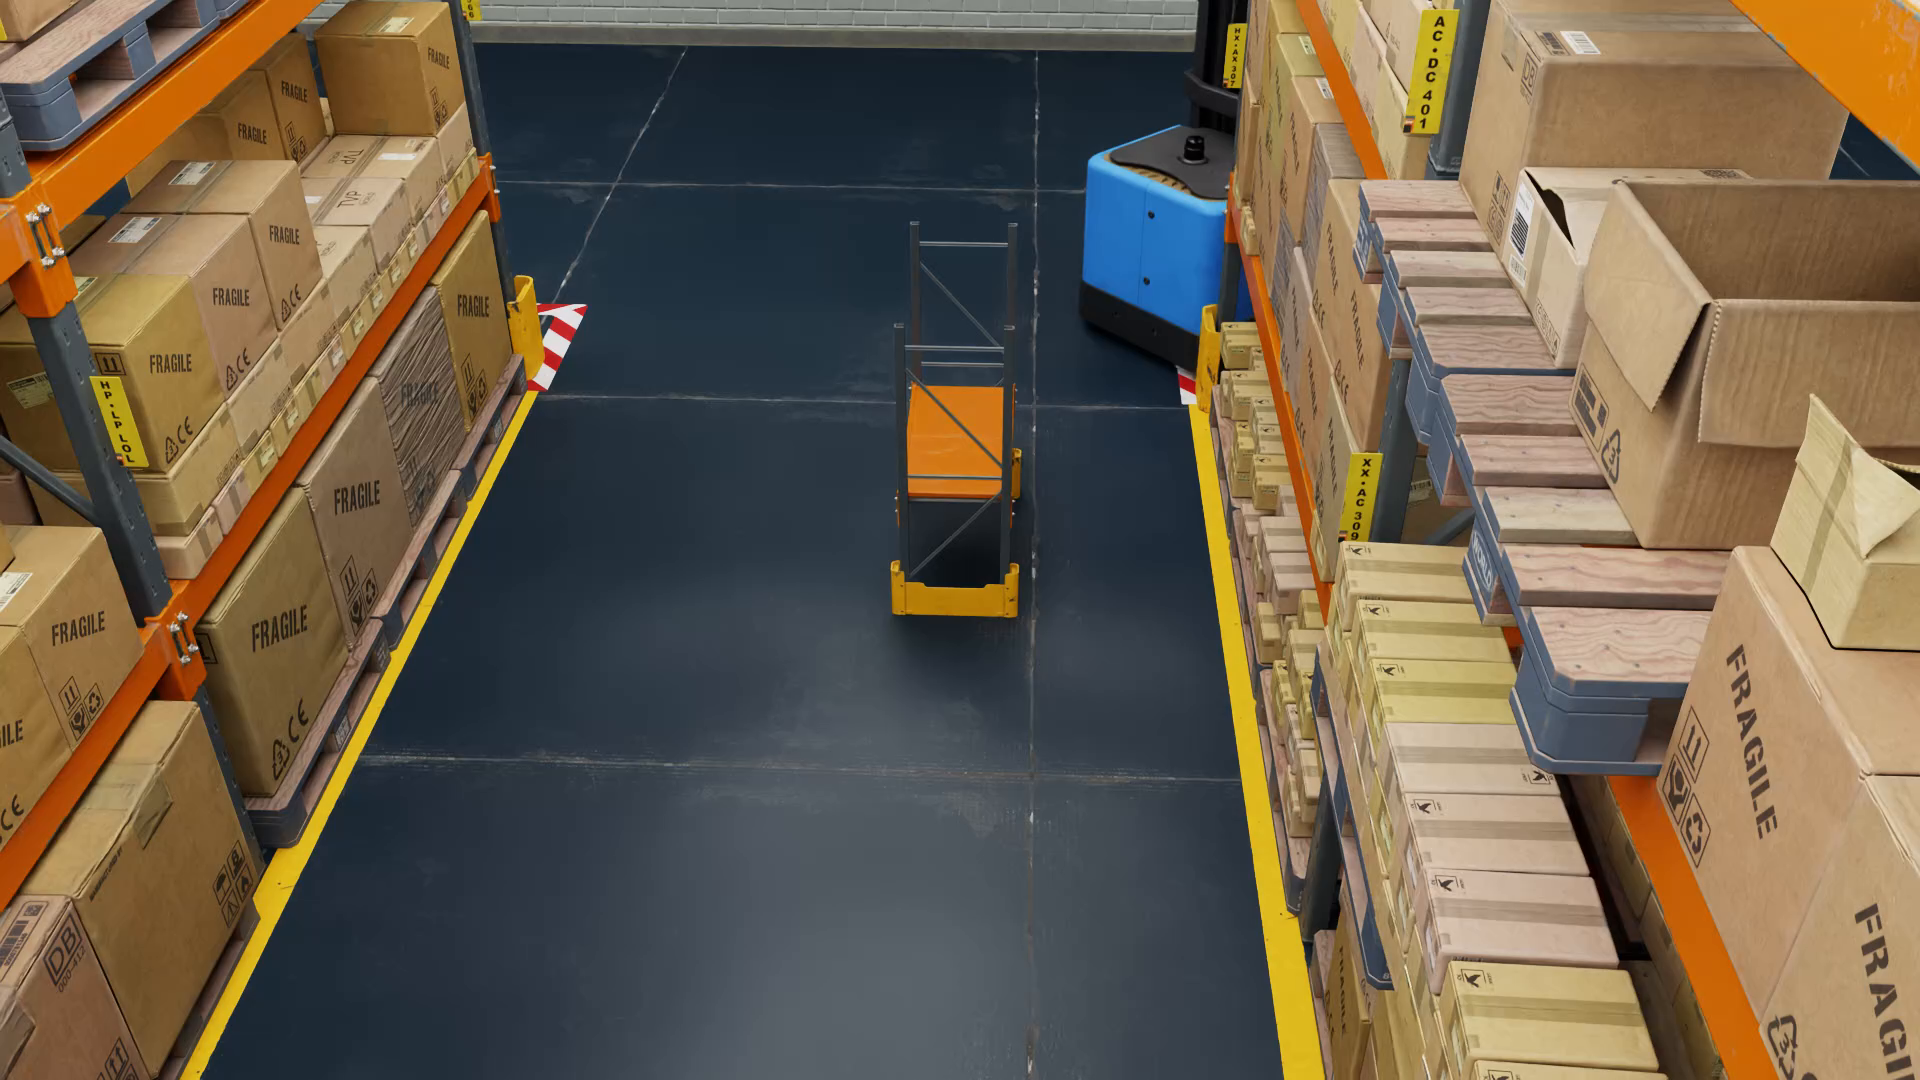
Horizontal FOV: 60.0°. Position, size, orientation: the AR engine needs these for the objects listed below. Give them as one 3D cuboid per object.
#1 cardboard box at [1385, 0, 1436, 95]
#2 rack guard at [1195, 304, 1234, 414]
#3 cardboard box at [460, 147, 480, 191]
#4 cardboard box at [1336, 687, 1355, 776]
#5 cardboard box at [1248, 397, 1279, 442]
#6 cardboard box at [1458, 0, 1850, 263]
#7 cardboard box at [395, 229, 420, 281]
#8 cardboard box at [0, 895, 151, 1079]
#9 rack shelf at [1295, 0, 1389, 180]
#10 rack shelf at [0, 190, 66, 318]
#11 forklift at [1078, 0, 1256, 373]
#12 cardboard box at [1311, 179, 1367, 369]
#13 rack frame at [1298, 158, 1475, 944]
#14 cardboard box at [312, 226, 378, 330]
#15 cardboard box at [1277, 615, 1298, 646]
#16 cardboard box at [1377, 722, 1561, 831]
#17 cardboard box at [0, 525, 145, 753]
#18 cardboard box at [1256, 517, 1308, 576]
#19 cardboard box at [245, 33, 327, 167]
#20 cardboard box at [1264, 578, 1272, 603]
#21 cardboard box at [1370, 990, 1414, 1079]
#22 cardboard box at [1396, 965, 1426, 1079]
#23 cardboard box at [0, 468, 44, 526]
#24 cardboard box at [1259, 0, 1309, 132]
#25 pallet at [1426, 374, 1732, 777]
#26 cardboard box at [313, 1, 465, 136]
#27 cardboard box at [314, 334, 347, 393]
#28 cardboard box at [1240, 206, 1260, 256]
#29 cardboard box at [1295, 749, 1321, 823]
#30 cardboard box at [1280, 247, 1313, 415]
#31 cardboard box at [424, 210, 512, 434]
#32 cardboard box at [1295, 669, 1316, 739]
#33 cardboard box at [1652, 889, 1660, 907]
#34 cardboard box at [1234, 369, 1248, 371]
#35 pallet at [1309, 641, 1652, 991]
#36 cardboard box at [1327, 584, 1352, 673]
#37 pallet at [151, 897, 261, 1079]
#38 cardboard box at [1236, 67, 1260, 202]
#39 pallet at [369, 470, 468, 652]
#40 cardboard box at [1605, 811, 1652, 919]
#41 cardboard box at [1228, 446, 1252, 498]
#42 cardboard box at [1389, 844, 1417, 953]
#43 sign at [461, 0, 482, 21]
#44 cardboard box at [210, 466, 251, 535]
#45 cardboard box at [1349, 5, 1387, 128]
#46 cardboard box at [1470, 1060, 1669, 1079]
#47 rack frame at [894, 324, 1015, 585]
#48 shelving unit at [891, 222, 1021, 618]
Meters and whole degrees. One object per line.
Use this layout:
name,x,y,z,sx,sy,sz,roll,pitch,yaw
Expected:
cardboard box,1.528,-1.404,4.726,0.500,0.250,0.500,0,35,0
rack guard,1.921,-0.994,9.230,1.175,0.500,0.348,1,35,2
cardboard box,-2.713,-1.918,8.590,0.380,0.149,0.250,2,35,3
cardboard box,1.283,0.543,4.721,0.380,0.149,0.250,2,35,3
cardboard box,1.608,-0.569,8.048,0.380,0.149,0.250,0,35,0
cardboard box,1.639,-0.987,3.985,0.700,0.500,0.500,1,35,2
cardboard box,-2.752,-1.332,7.755,0.380,0.149,0.250,1,35,1
cardboard box,-3.229,1.644,4.785,1.225,0.875,0.875,0,35,0
rack shelf,1.844,-1.845,6.283,1.077,0.370,4.000,1,35,2
rack shelf,-3.269,0.281,3.259,1.077,0.370,4.000,1,35,2
forklift,2.156,-2.867,9.780,3.031,2.935,1.130,-27,43,-33
cardboard box,1.528,-0.908,5.718,0.500,0.500,0.500,0,35,0
rack frame,1.764,0.237,5.304,1.000,3.000,0.127,1,35,2
cardboard box,-2.840,-1.126,7.115,0.500,0.250,0.500,1,35,2
cardboard box,1.549,0.323,7.037,0.380,0.149,0.250,2,35,3
cardboard box,1.258,0.591,4.136,0.380,0.149,0.250,1,35,1
cardboard box,-2.934,0.299,5.129,0.500,0.500,0.500,1,35,2
cardboard box,1.497,0.027,7.200,0.380,0.149,0.250,0,35,0
cardboard box,-3.337,-2.044,7.769,0.500,0.500,0.500,1,35,1
cardboard box,1.558,0.256,7.392,0.380,0.149,0.250,2,35,3
cardboard box,1.451,1.506,4.655,0.500,0.250,0.500,2,35,3
cardboard box,1.241,1.134,3.881,0.380,0.149,0.250,1,35,1
cardboard box,-3.433,-0.255,5.876,0.500,0.250,0.500,1,35,1
cardboard box,1.627,-2.091,7.401,0.500,0.500,0.500,2,35,3
pallet,1.594,0.035,3.146,1.213,0.211,1.003,1,35,2
cardboard box,-2.785,-2.315,8.154,0.500,0.500,0.500,2,35,2
cardboard box,-2.792,-0.739,6.912,0.380,0.149,0.250,2,35,2
cardboard box,1.551,-1.479,7.964,0.380,0.149,0.250,0,35,1
cardboard box,1.459,0.922,6.185,0.380,0.149,0.250,2,35,3
cardboard box,1.544,-0.794,6.425,0.500,0.500,0.500,1,35,2
cardboard box,-2.973,-1.166,8.784,0.875,0.875,0.875,1,35,2
cardboard box,1.488,0.630,6.341,0.380,0.149,0.250,2,35,2
cardboard box,1.904,0.880,3.983,0.380,0.149,0.250,0,35,-1
cardboard box,1.647,-0.893,8.767,0.380,0.149,0.250,3,35,4
pallet,1.588,0.752,4.739,1.003,0.211,1.213,1,35,2
cardboard box,1.288,0.262,4.863,0.380,0.149,0.250,2,35,3
pallet,-3.144,1.651,5.718,1.003,0.211,1.213,1,35,2
cardboard box,1.630,-1.972,8.101,0.500,0.500,0.500,3,35,4
pallet,-3.033,0.068,7.970,1.003,0.211,1.213,1,35,2
cardboard box,1.913,0.837,4.303,0.380,0.149,0.250,0,35,-1
cardboard box,1.532,-0.333,8.229,0.380,0.149,0.250,2,35,2
cardboard box,1.251,0.864,4.007,0.380,0.149,0.250,3,35,4
sign,-2.486,-2.784,8.389,0.100,0.325,0.005,1,35,2
cardboard box,-2.834,-0.146,6.067,0.380,0.149,0.250,0,35,0
cardboard box,1.545,-1.503,5.302,0.500,0.250,0.500,1,35,2
cardboard box,1.219,1.188,3.287,0.380,0.149,0.250,3,35,4
rack frame,-0.024,-0.273,7.333,0.500,1.500,0.032,1,35,2
shelving unit,-0.003,-0.570,7.756,0.587,1.500,1.083,1,35,2
